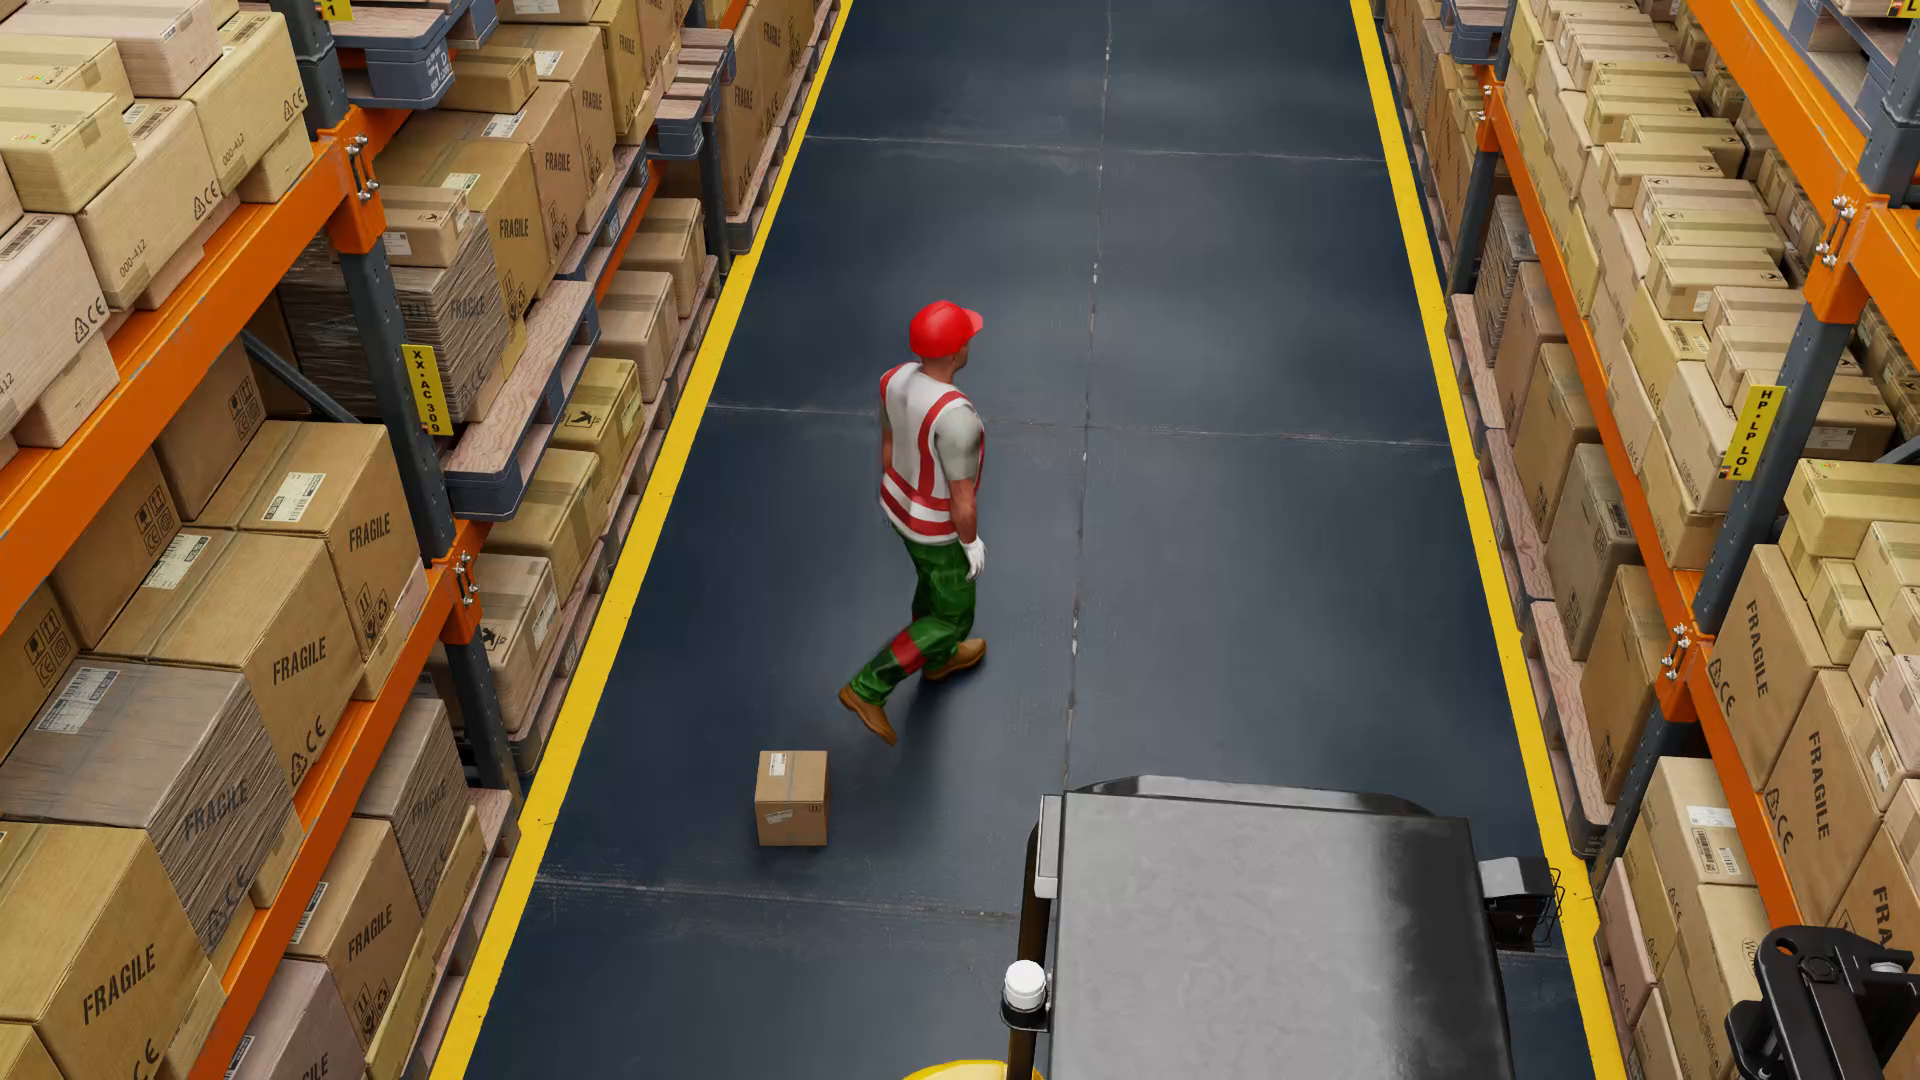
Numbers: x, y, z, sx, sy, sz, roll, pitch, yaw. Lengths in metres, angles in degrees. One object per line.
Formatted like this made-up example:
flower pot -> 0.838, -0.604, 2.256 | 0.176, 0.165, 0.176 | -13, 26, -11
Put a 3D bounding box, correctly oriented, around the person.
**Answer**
person -> -0.179, -0.043, 6.167 | 0.776, 1.783, 0.582 | -20, 44, -22
